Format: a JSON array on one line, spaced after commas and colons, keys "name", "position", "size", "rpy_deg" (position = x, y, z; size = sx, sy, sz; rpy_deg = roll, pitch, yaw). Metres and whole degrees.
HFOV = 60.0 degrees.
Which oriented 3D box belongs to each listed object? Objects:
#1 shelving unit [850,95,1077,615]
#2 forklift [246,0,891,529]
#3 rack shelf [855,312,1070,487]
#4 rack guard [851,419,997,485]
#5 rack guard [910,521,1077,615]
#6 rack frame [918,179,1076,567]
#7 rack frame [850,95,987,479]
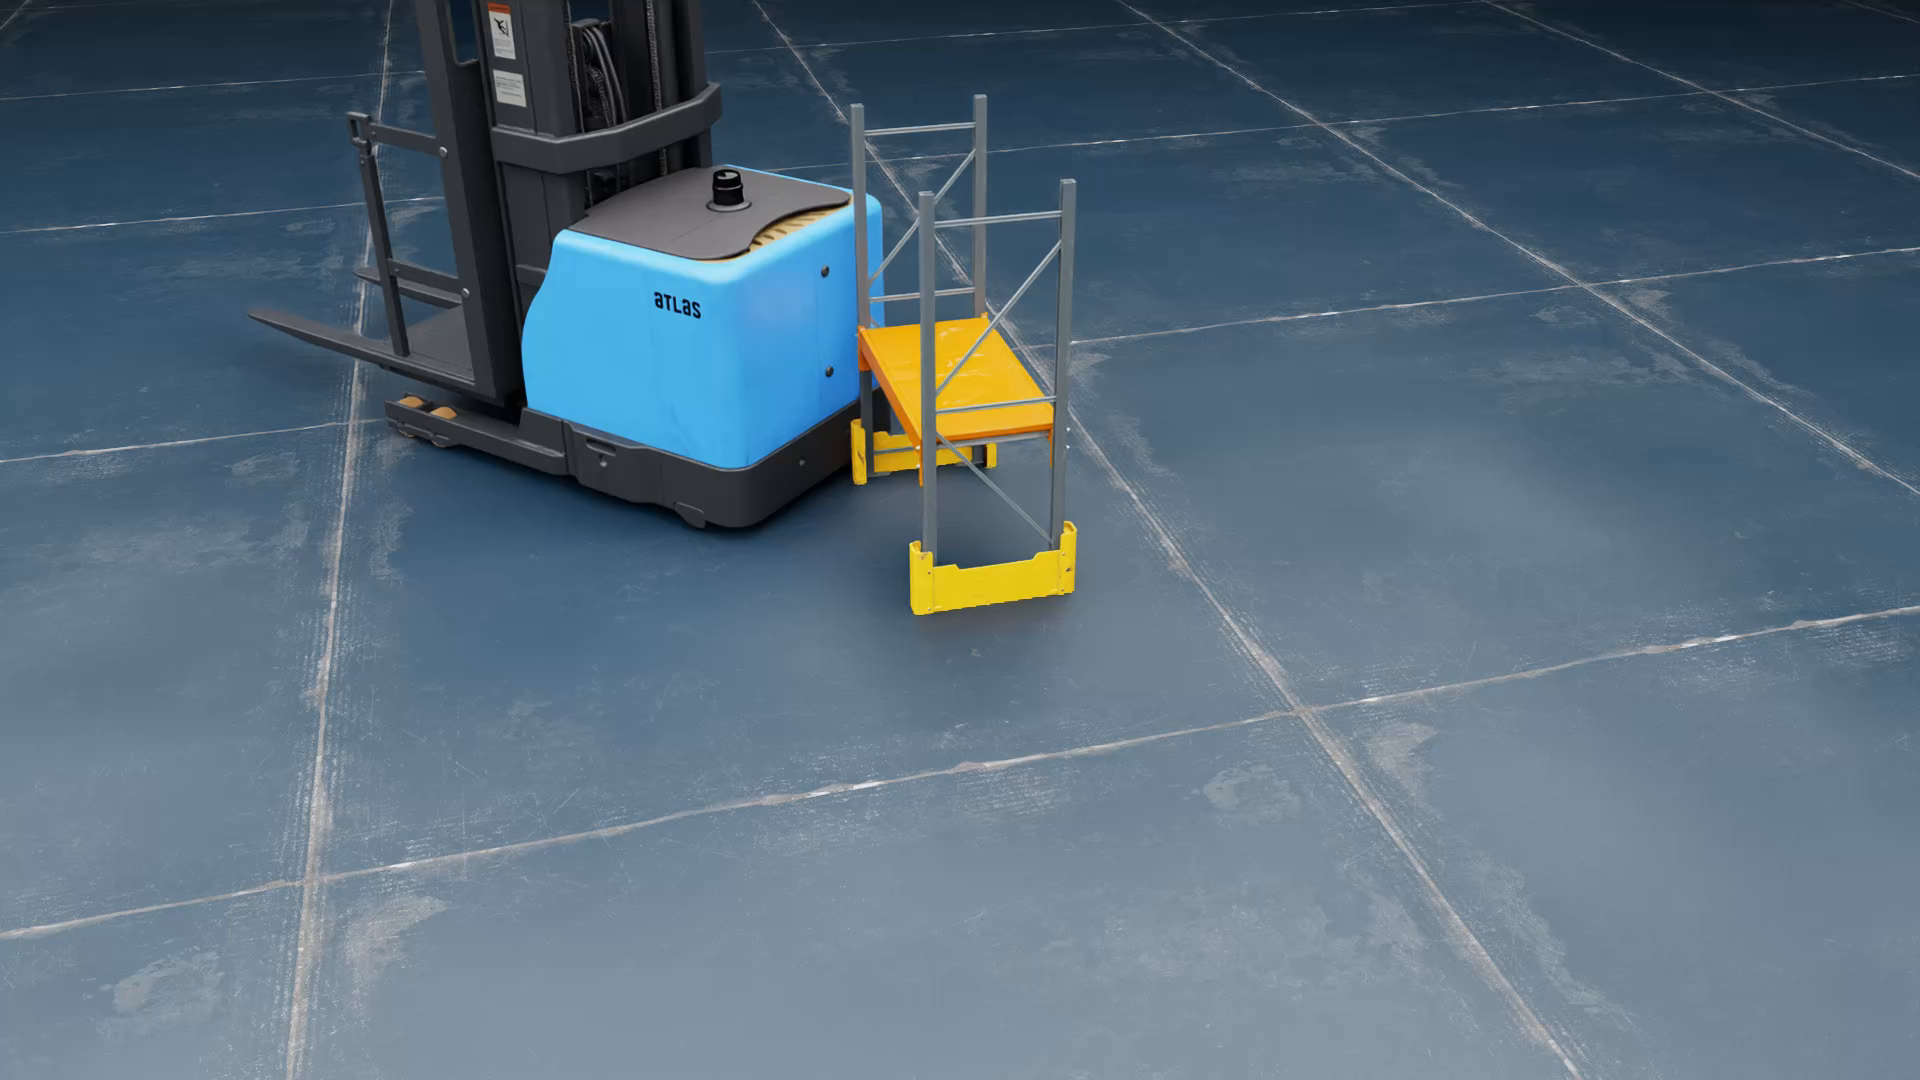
[{"name": "shelving unit", "position": [-0.012, -0.683, 5.934], "size": [0.587, 1.500, 1.083], "rpy_deg": [-8, 31, -13]}, {"name": "forklift", "position": [-1.808, -1.857, 6.532], "size": [3.031, 2.935, 1.130], "rpy_deg": [17, 34, 27]}, {"name": "rack shelf", "position": [-0.015, -0.532, 6.031], "size": [0.538, 0.185, 1.000], "rpy_deg": [-8, 31, -13]}, {"name": "rack guard", "position": [-0.142, -0.383, 6.663], "size": [0.587, 0.250, 0.087], "rpy_deg": [-8, 31, -13]}, {"name": "rack guard", "position": [0.117, 0.098, 5.831], "size": [0.587, 0.250, 0.087], "rpy_deg": [-8, 31, -13]}, {"name": "rack frame", "position": [0.118, -0.442, 5.516], "size": [0.500, 1.500, 0.032], "rpy_deg": [-8, 31, -13]}, {"name": "rack frame", "position": [-0.147, -0.934, 6.366], "size": [0.500, 1.500, 0.032], "rpy_deg": [-8, 31, -13]}]
